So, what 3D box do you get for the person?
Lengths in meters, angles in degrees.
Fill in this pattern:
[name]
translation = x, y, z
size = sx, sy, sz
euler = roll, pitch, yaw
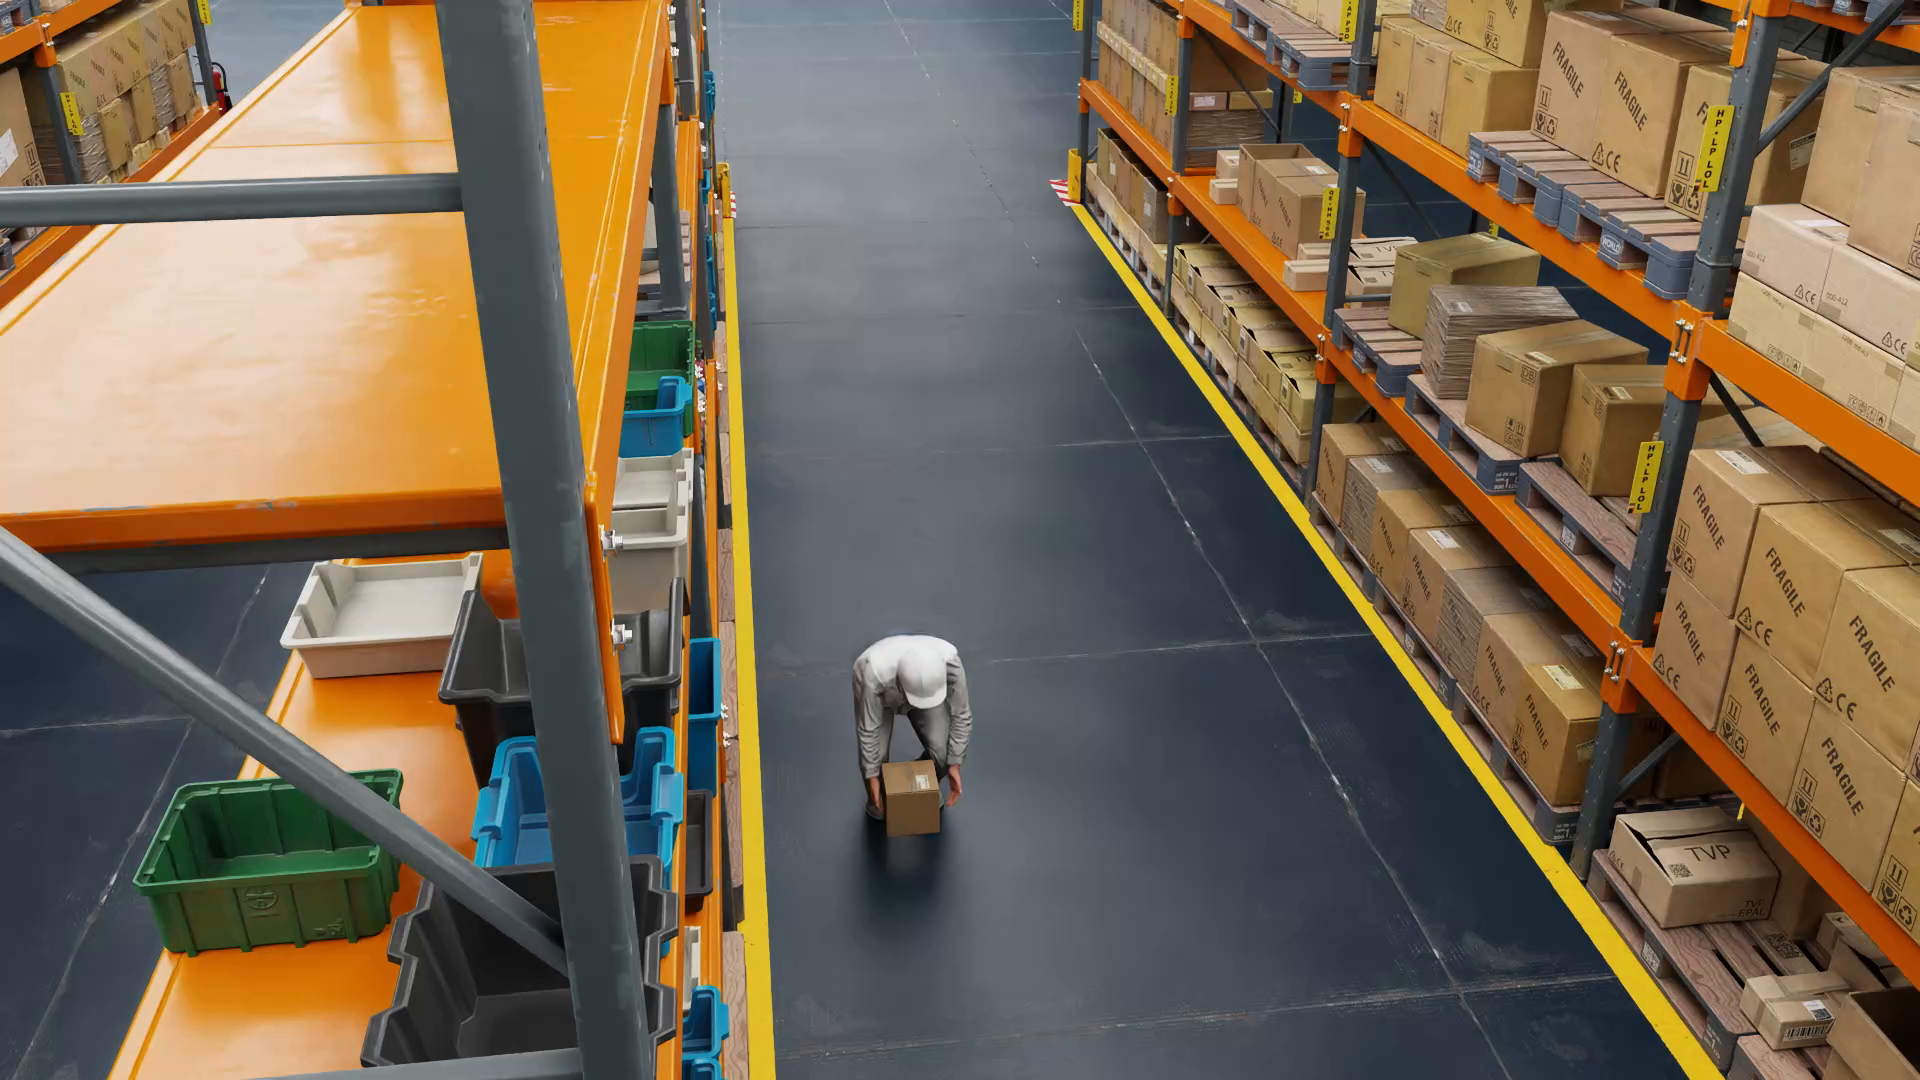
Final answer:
[person]
translation = -0.239, 0.856, 8.109
size = 0.556, 1.126, 0.865
euler = -4, 27, -7
